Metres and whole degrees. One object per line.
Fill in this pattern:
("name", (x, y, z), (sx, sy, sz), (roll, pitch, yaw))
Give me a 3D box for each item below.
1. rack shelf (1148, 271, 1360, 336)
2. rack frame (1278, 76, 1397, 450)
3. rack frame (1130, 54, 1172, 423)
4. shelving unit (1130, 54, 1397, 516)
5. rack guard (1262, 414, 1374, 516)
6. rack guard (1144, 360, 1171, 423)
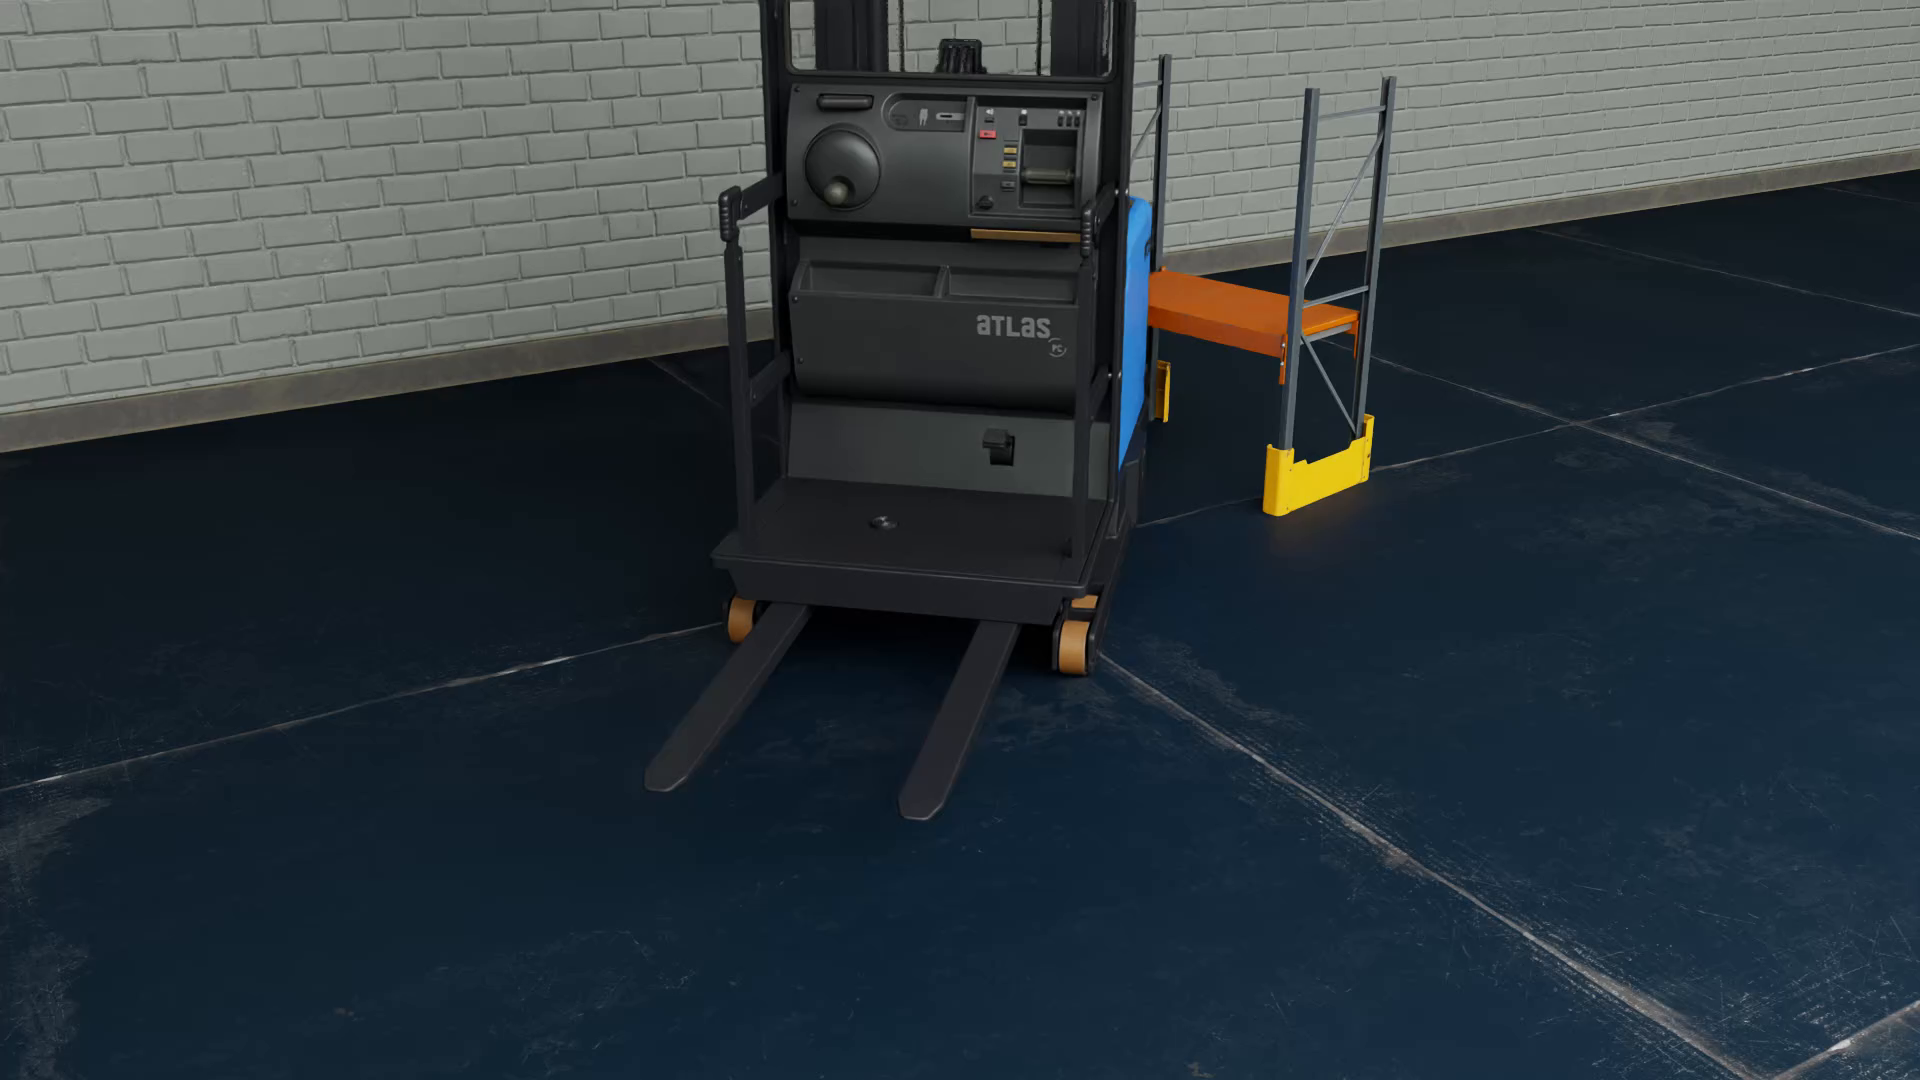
("rack shelf", (0.987, -0.899, 6.331), (0.459, 0.026, 0.952), (-20, 29, -40))
("rack frame", (1.336, -0.865, 5.947), (0.500, 1.500, 0.032), (-20, 29, -40))
("rack frame", (0.637, -1.142, 6.630), (0.500, 1.500, 0.032), (-20, 29, -40))
("shelving unit", (0.993, -1.001, 6.283), (0.587, 1.500, 1.083), (-20, 29, -40))
("rack guard", (1.336, -0.286, 6.183), (0.587, 0.250, 0.087), (-20, 29, -40))
("rack guard", (0.650, -0.558, 6.853), (0.587, 0.250, 0.087), (-20, 29, -40))
